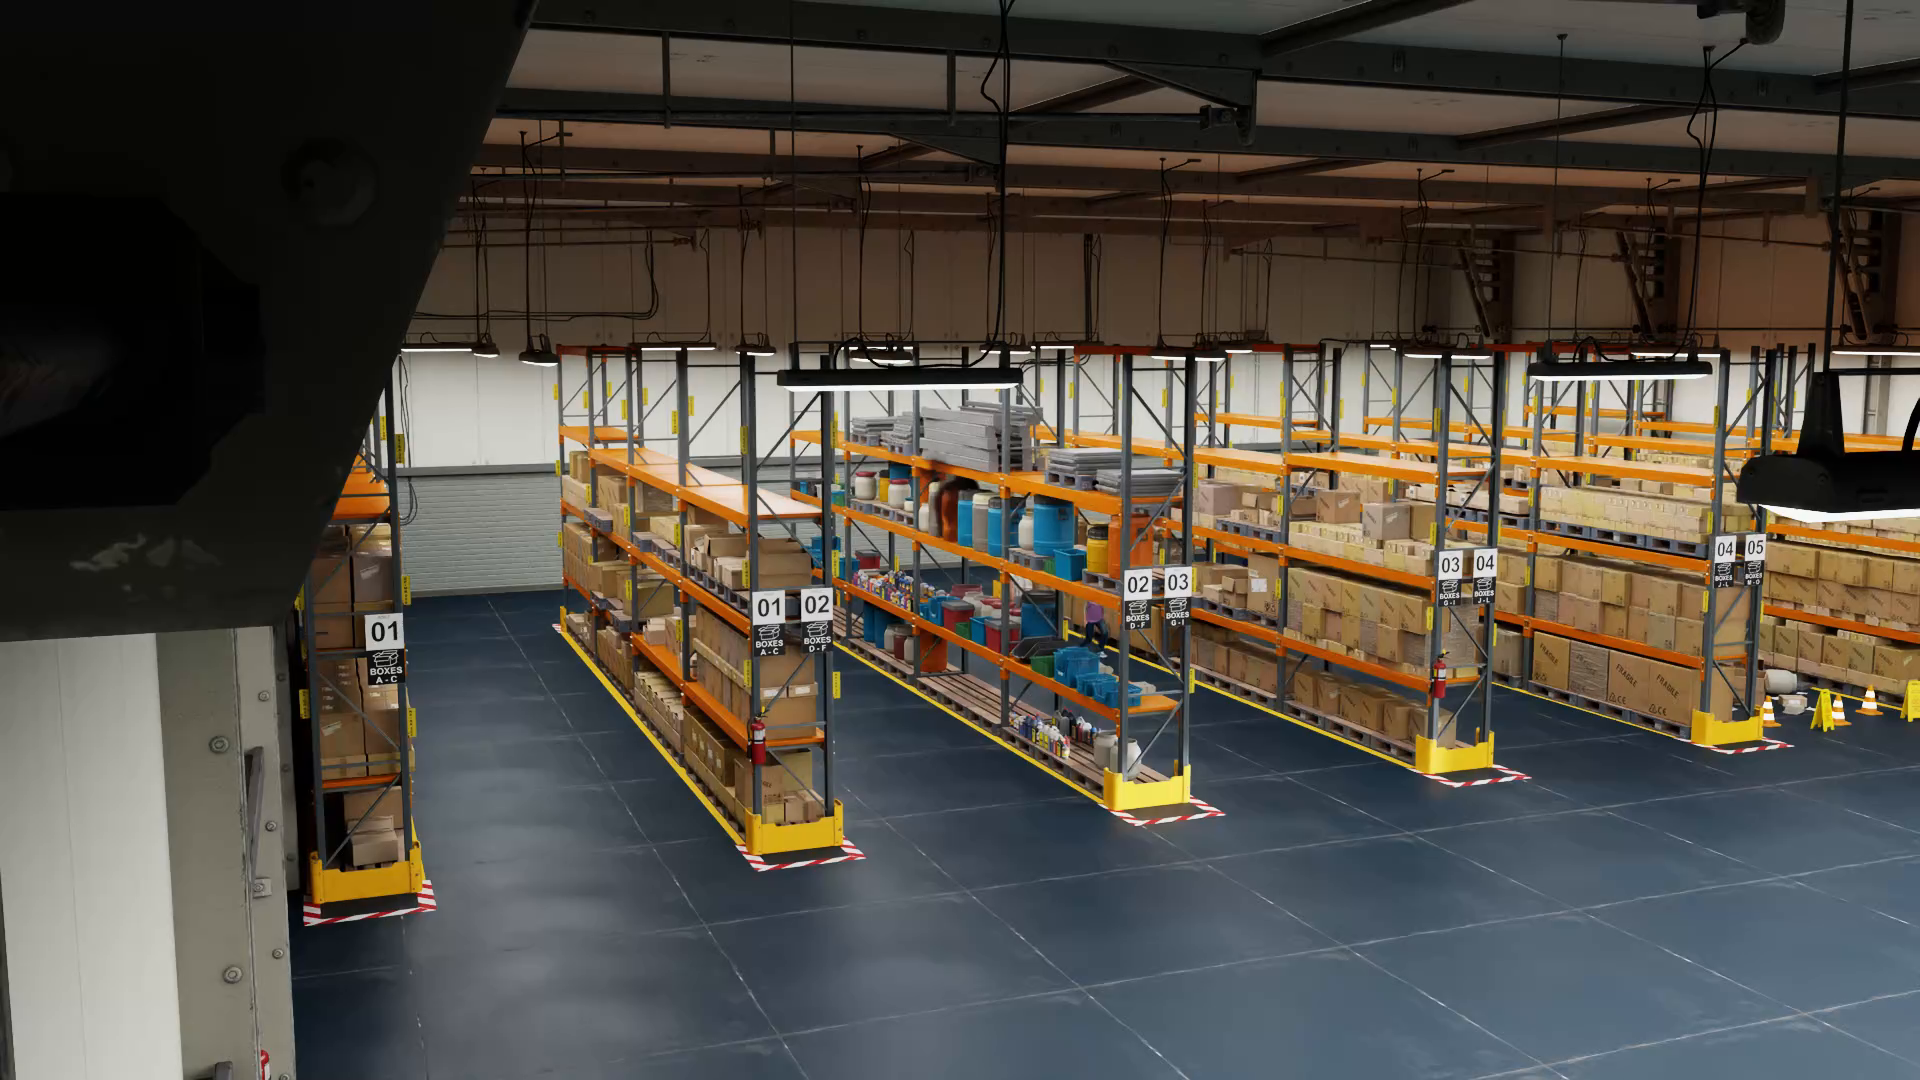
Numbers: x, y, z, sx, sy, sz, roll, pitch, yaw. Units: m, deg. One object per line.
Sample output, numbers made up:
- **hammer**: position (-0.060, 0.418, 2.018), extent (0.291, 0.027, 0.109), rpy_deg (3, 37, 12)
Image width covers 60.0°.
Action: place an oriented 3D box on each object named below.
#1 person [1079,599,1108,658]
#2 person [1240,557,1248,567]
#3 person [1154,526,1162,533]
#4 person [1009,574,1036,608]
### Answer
- **person**: position (2.467, 1.501, 30.819), extent (0.503, 1.388, 0.823), rpy_deg (-3, 8, -23)
- **person**: position (7.319, 0.245, 41.689), extent (0.996, 1.582, 0.553), rpy_deg (0, 7, -1)
- **person**: position (4.637, 0.501, 39.258), extent (0.598, 1.682, 0.911), rpy_deg (-1, 7, -8)
- **person**: position (1.307, 1.111, 34.343), extent (0.610, 1.732, 1.021), rpy_deg (-2, 8, -16)
